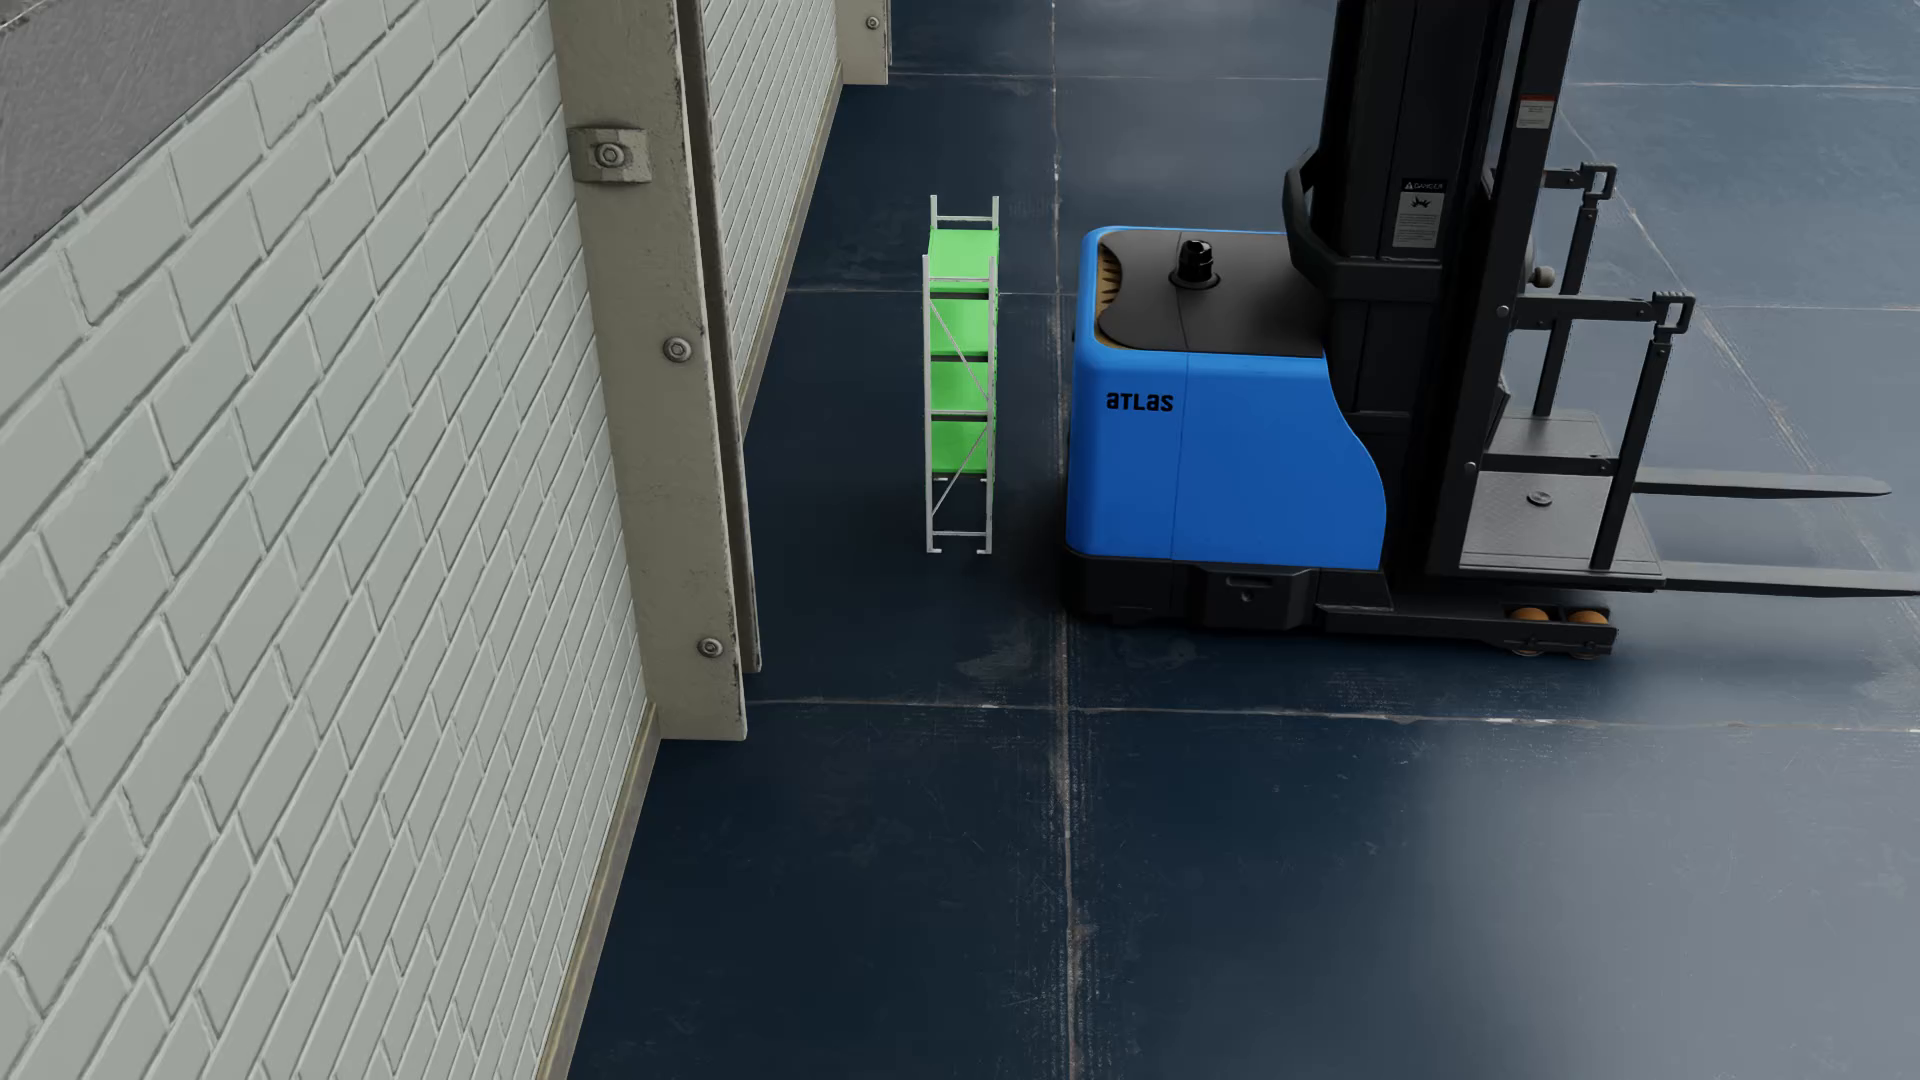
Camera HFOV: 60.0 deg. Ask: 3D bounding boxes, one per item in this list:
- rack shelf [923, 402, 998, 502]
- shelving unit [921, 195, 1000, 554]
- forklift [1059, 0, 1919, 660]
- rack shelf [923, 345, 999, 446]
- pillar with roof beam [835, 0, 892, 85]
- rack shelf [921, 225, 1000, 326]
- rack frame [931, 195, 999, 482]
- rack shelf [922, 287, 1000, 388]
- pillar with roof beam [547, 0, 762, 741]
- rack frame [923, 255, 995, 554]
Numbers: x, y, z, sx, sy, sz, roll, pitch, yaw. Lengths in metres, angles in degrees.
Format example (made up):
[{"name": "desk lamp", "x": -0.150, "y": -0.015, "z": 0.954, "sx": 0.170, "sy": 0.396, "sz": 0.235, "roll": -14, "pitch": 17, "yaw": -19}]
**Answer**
[{"name": "rack shelf", "x": 0.007, "y": -0.337, "z": 6.215, "sx": 0.258, "sy": 0.148, "sz": 0.480, "roll": 1, "pitch": 35, "yaw": 2}, {"name": "shelving unit", "x": 0.007, "y": -0.586, "z": 6.040, "sx": 0.258, "sy": 1.200, "sz": 0.503, "roll": 1, "pitch": 35, "yaw": 2}, {"name": "forklift", "x": 1.896, "y": -1.113, "z": 5.284, "sx": 3.031, "sy": 2.935, "sz": 1.130, "roll": 3, "pitch": 35, "yaw": 4}, {"name": "rack shelf", "x": 0.007, "y": -0.534, "z": 6.077, "sx": 0.258, "sy": 0.148, "sz": 0.480, "roll": 1, "pitch": 35, "yaw": 2}, {"name": "pillar with roof beam", "x": 3.706, "y": -6.504, "z": 7.678, "sx": 9.100, "sy": 9.000, "sz": 0.400, "roll": 1, "pitch": 35, "yaw": 2}, {"name": "rack shelf", "x": 0.007, "y": -0.926, "z": 5.801, "sx": 0.258, "sy": 0.148, "sz": 0.480, "roll": 1, "pitch": 35, "yaw": 2}, {"name": "rack frame", "x": 0.016, "y": -0.726, "z": 6.240, "sx": 0.240, "sy": 1.200, "sz": 0.015, "roll": 1, "pitch": 35, "yaw": 2}, {"name": "rack shelf", "x": 0.007, "y": -0.730, "z": 5.939, "sx": 0.258, "sy": 0.148, "sz": 0.480, "roll": 1, "pitch": 35, "yaw": 2}, {"name": "pillar with roof beam", "x": 3.465, "y": -3.056, "z": 2.773, "sx": 9.100, "sy": 9.000, "sz": 0.400, "roll": 1, "pitch": 35, "yaw": 2}, {"name": "rack frame", "x": -0.003, "y": -0.446, "z": 5.841, "sx": 0.240, "sy": 1.200, "sz": 0.015, "roll": 1, "pitch": 35, "yaw": 2}]
